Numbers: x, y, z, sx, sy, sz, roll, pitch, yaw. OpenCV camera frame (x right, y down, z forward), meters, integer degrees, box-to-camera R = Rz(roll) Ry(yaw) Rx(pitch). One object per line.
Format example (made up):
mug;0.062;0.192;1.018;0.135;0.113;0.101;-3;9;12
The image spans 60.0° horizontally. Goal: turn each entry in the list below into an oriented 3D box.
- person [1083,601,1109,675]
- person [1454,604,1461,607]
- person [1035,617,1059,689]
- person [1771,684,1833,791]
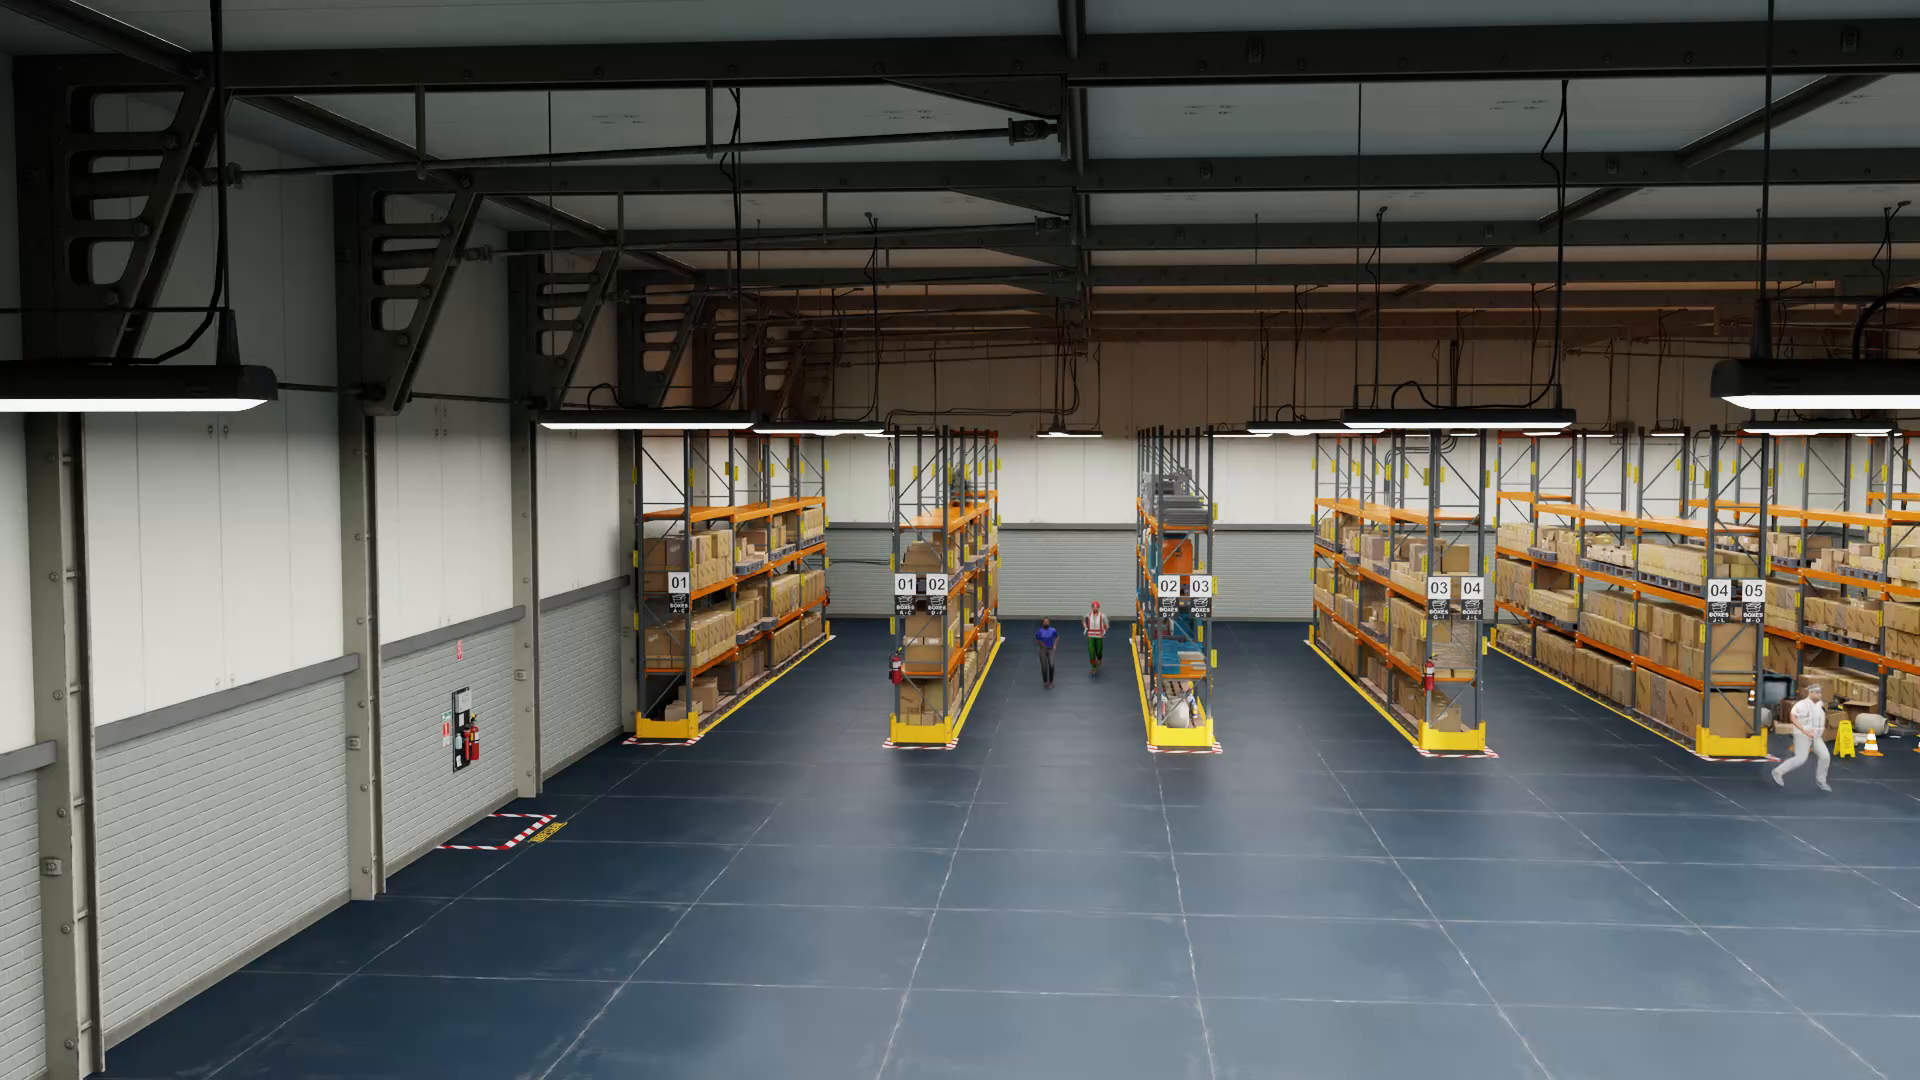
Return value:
person;3.328;2.392;40.936;0.655;1.774;0.845;1;3;11
person;13.686;2.148;46.034;0.622;1.670;0.826;2;4;26
person;2.009;2.614;38.299;0.549;1.654;0.688;0;3;1
person;13.904;3.234;27.335;0.897;1.788;0.736;-2;4;-29
